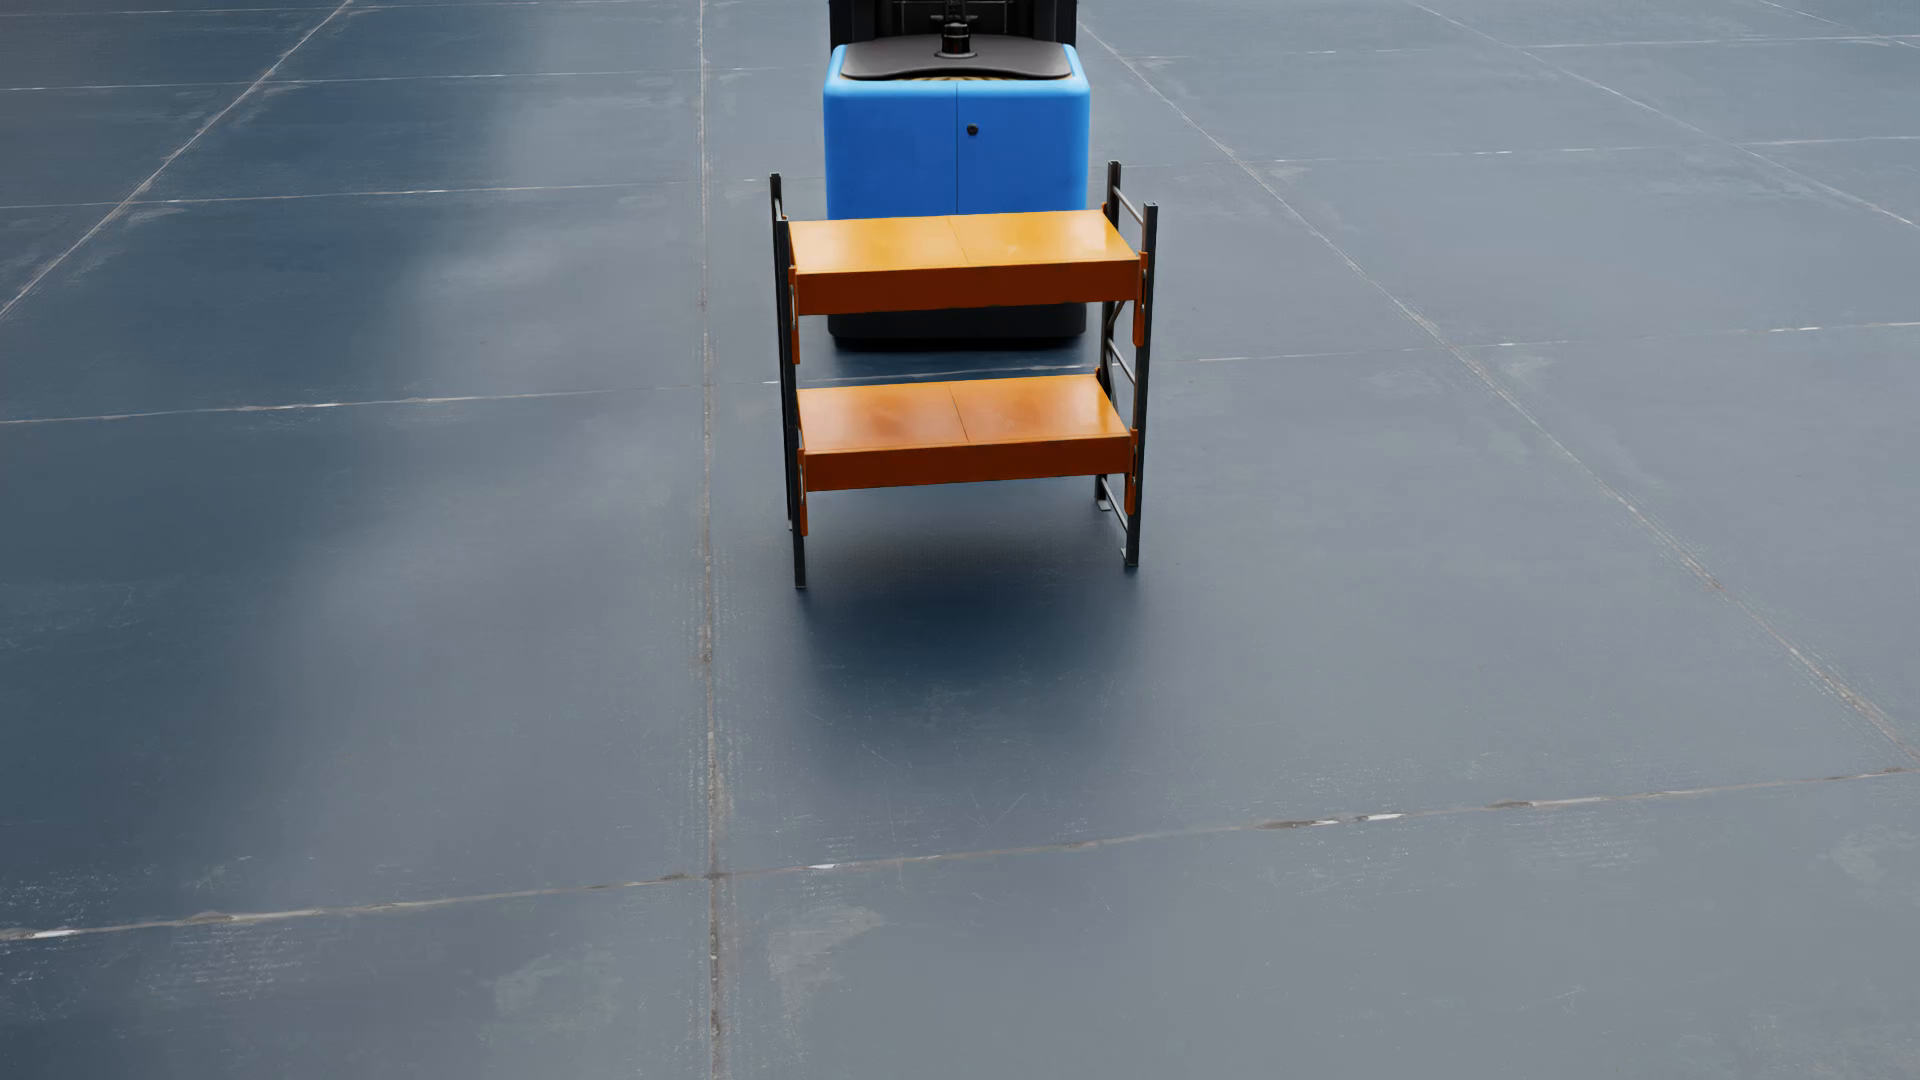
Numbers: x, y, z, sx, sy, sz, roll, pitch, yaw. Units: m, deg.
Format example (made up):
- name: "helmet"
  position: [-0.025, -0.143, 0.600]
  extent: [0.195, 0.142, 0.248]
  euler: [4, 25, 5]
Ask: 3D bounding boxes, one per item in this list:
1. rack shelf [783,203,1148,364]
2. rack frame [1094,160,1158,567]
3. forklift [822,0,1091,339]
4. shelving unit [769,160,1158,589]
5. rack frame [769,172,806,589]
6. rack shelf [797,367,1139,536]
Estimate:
- name: "rack shelf"
  position: [-0.007, -0.760, 4.859]
  extent: [1.000, 0.278, 0.538]
  euler: [-4, 27, -7]
- name: "rack frame"
  position: [0.497, -0.532, 5.055]
  extent: [0.032, 1.125, 0.500]
  euler: [-4, 27, -7]
- name: "forklift"
  position: [-0.035, -2.741, 7.381]
  extent: [1.130, 2.935, 3.031]
  euler: [0, 27, -1]
- name: "shelving unit"
  position: [-0.007, -0.500, 4.992]
  extent: [1.048, 1.125, 0.538]
  euler: [-4, 27, -7]
- name: "rack frame"
  position: [-0.510, -0.468, 4.929]
  extent: [0.032, 1.125, 0.500]
  euler: [-4, 27, -7]
- name: "rack shelf"
  position: [-0.007, -0.282, 5.104]
  extent: [1.000, 0.278, 0.538]
  euler: [-4, 27, -7]
